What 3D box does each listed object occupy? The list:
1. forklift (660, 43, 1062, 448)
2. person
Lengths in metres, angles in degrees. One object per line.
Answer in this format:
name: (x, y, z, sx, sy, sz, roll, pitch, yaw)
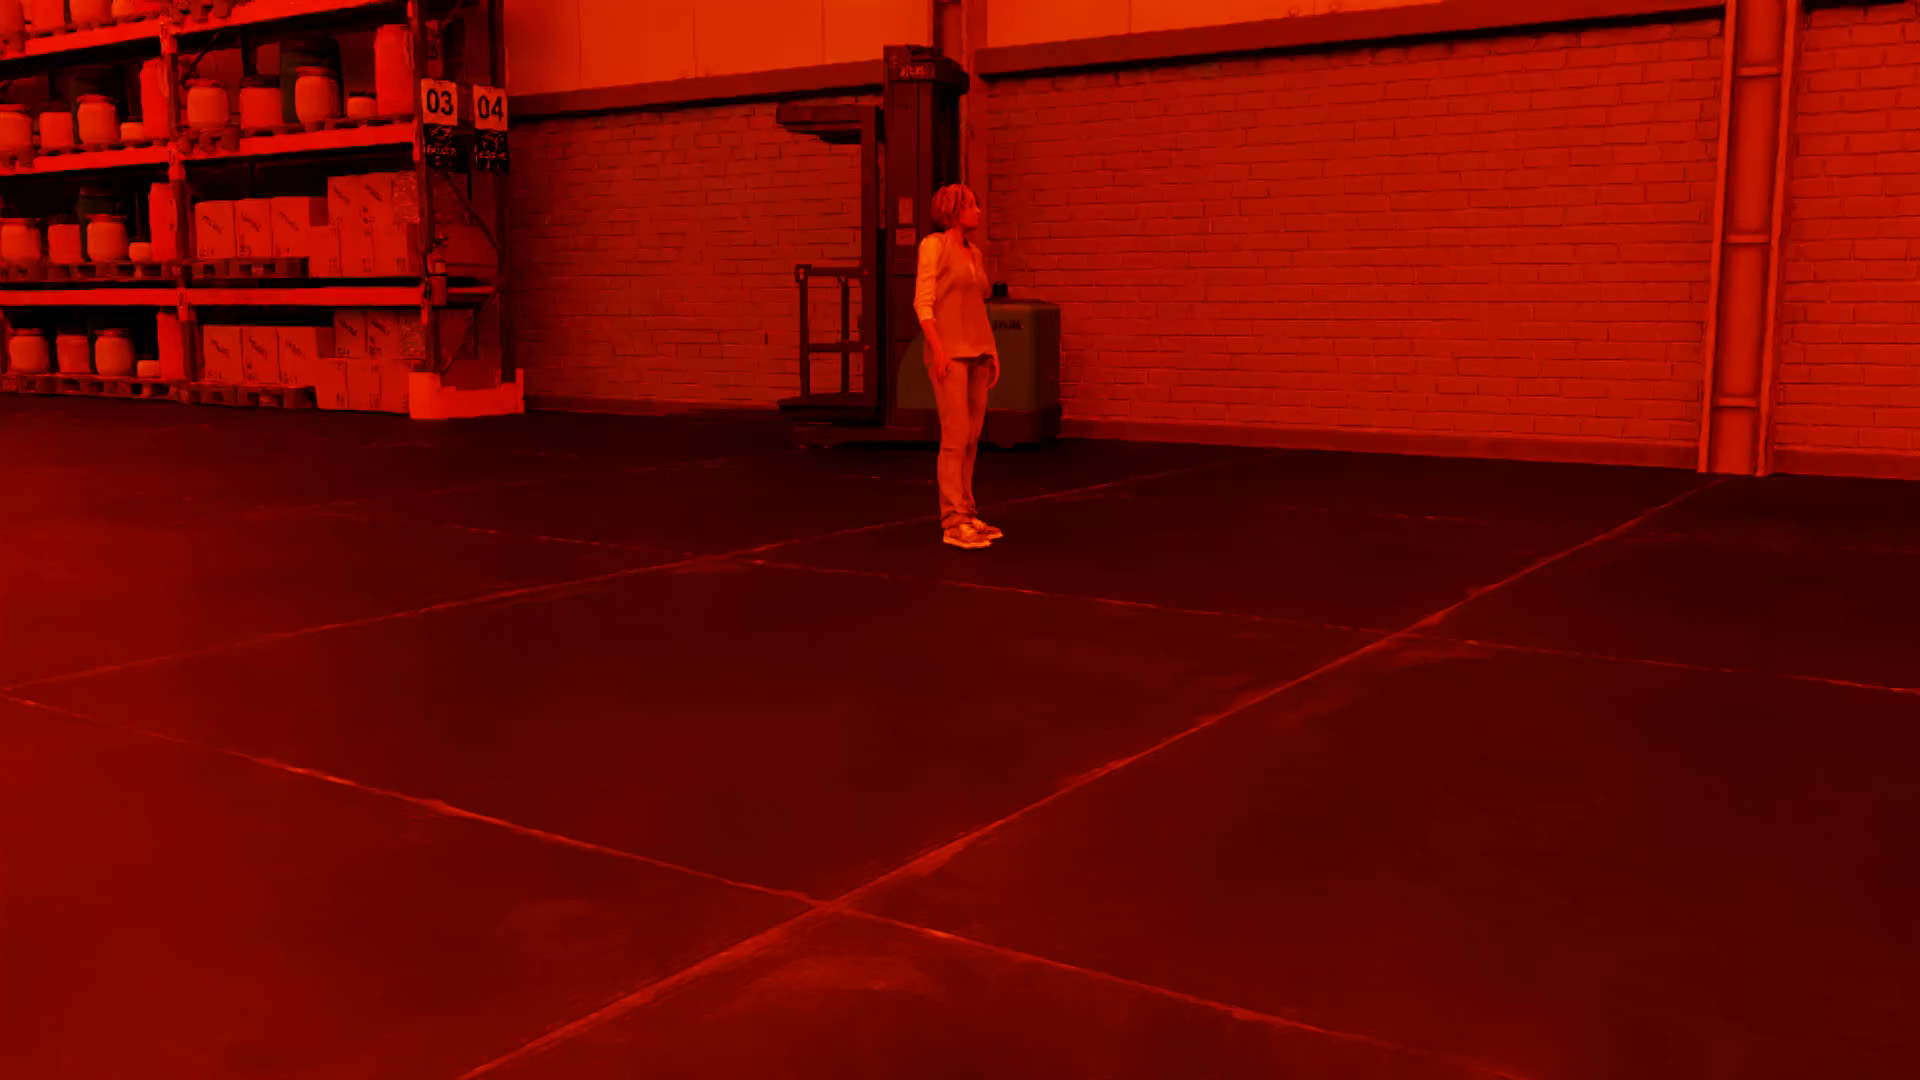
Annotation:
forklift: (-0.783, -2.205, 12.701, 3.031, 2.935, 1.130, 2, 8, 14)
person: (0.054, -0.790, 7.438, 0.474, 1.597, 0.521, 5, 10, 34)
